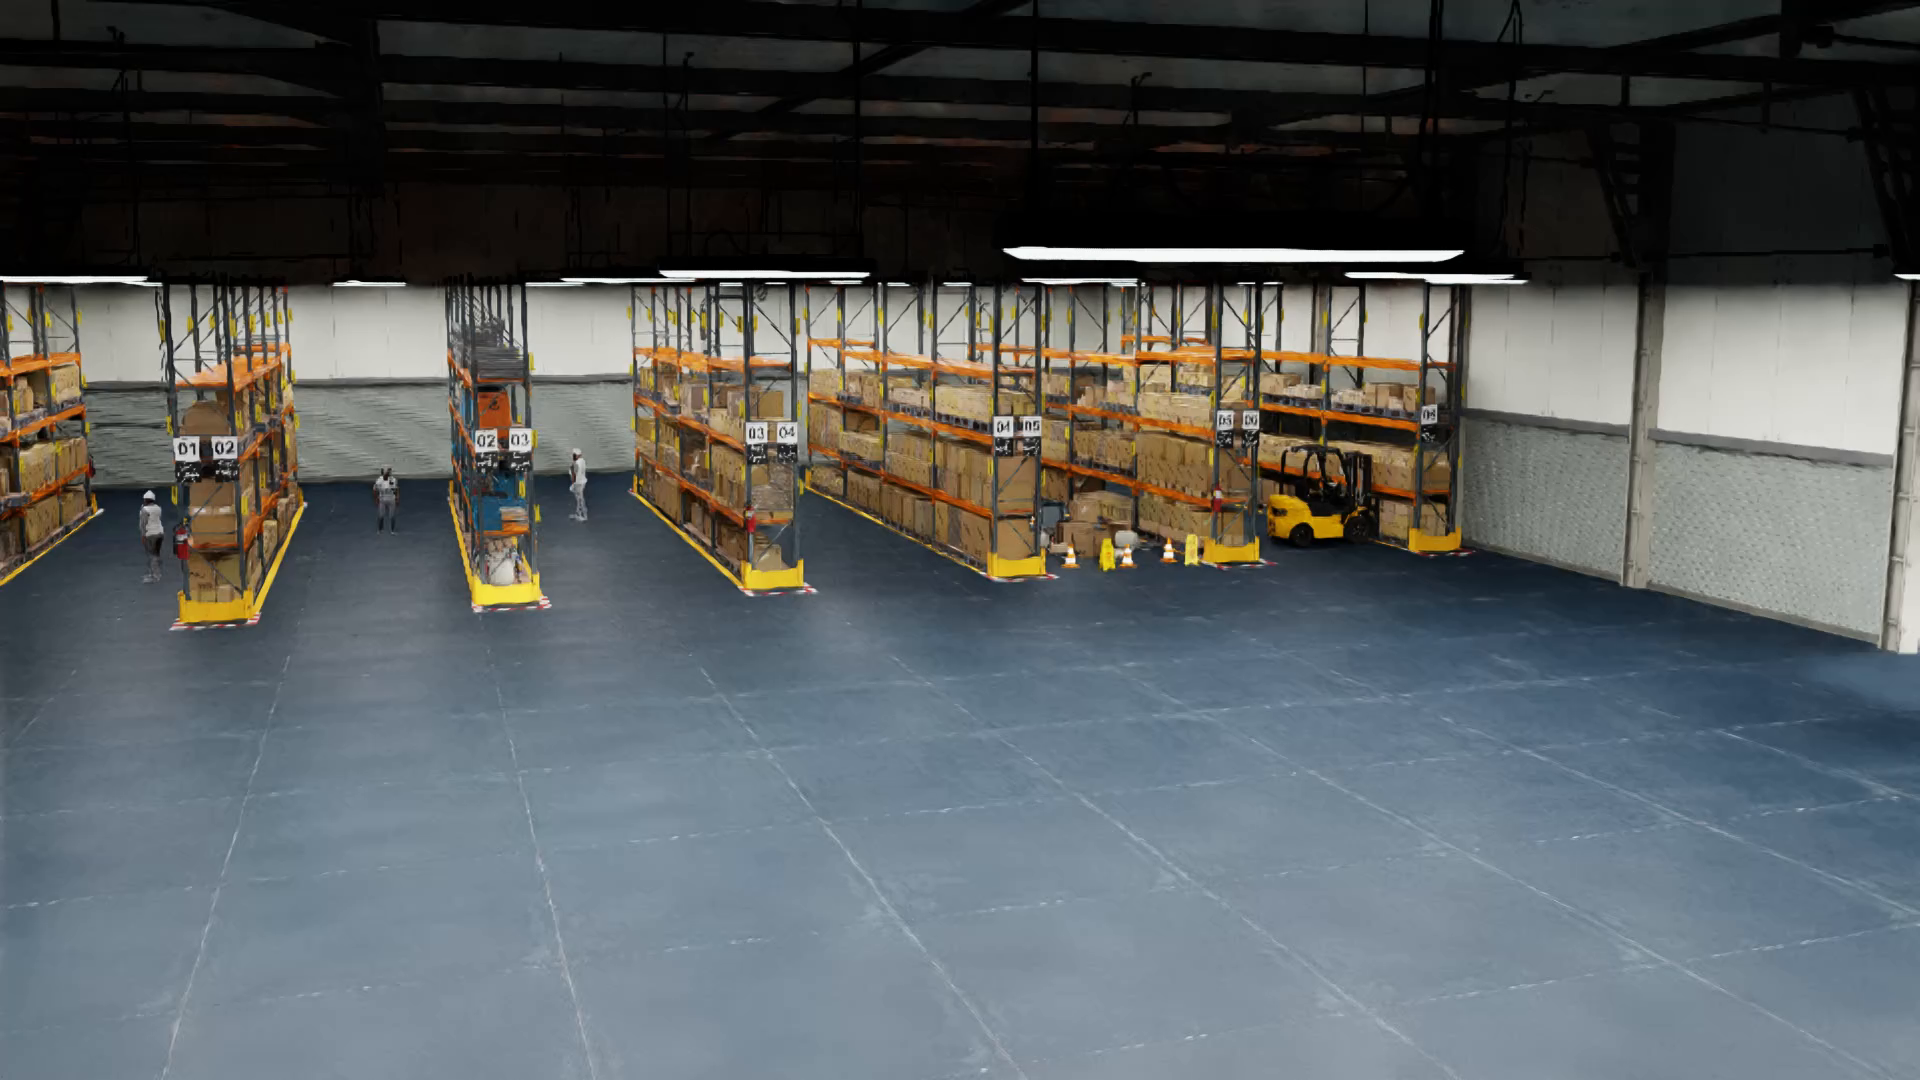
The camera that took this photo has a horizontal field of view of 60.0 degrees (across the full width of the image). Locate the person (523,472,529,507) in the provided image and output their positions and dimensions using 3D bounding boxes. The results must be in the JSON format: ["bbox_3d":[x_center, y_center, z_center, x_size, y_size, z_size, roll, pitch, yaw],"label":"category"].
[{"bbox_3d":[-11.592,-1.777,43.995,0.476,1.738,0.625,-8,11,-41],"label":"person"}]

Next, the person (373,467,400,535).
[{"bbox_3d":[-13.373,-0.916,38.793,0.592,1.629,0.532,-3,9,-21],"label":"person"}]

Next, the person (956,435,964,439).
[{"bbox_3d":[0.021,-2.307,47.706,0.391,1.674,0.572,-2,9,-13],"label":"person"}]

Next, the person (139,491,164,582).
[{"bbox_3d":[-15.945,-0.088,32.704,0.499,1.774,0.578,2,9,11],"label":"person"}]

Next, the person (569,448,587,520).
[{"bbox_3d":[-9.516,-1.401,41.334,0.574,1.783,0.662,1,9,8],"label":"person"}]
